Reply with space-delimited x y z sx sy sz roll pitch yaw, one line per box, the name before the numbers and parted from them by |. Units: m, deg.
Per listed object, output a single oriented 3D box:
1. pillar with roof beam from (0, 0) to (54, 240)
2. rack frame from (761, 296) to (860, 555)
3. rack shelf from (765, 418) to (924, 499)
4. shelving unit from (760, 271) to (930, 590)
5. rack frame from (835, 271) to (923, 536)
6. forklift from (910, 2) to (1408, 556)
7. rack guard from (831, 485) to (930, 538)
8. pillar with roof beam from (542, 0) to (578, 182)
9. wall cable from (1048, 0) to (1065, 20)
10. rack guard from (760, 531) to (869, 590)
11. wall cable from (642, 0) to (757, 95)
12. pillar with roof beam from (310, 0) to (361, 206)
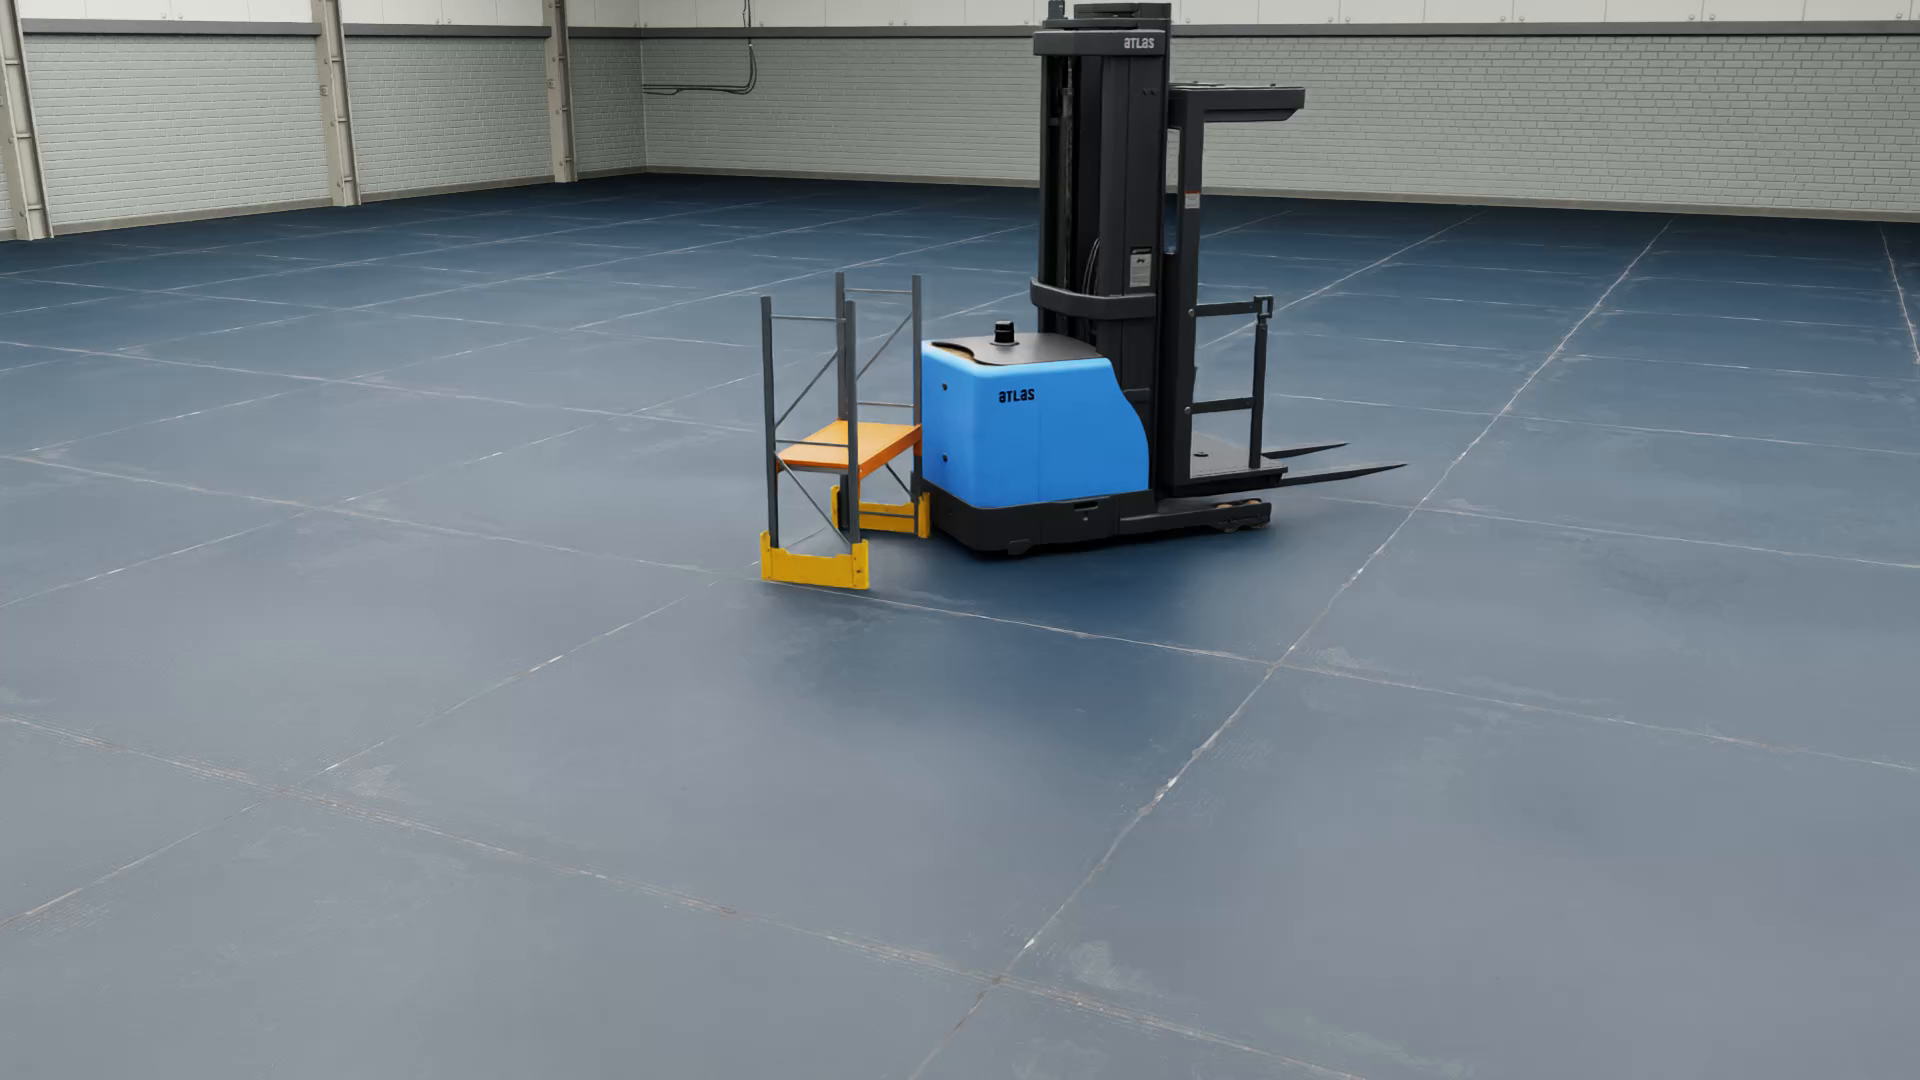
pillar with roof beam | -9.746 -8.199 21.324 9.100 9.000 0.400 8 18 25
rack frame | -0.764 -0.493 8.549 0.500 1.500 0.032 5 17 17
rack shelf | -0.611 -0.458 9.064 0.538 0.185 1.000 5 17 17
shelving unit | -0.613 -0.628 9.005 0.587 1.500 1.083 5 17 17
rack frame | -0.457 -0.769 9.478 0.500 1.500 0.032 5 17 17
forklift | 1.270 -1.577 9.686 3.031 2.935 1.130 -7 18 -23
rack guard | -0.463 -0.164 9.638 0.587 0.250 0.087 5 17 17
pillar with roof beam | -4.384 -11.255 31.615 9.100 9.000 0.400 8 18 25
wall cable | 2.750 -12.804 30.854 2.305 6.003 0.169 8 18 25
rack guard | -0.763 0.106 8.728 0.587 0.250 0.087 5 17 17
wall cable | -5.736 -10.897 35.861 3.097 2.526 0.112 8 18 25
pillar with roof beam | -7.065 -9.727 26.469 9.100 9.000 0.400 8 18 25
